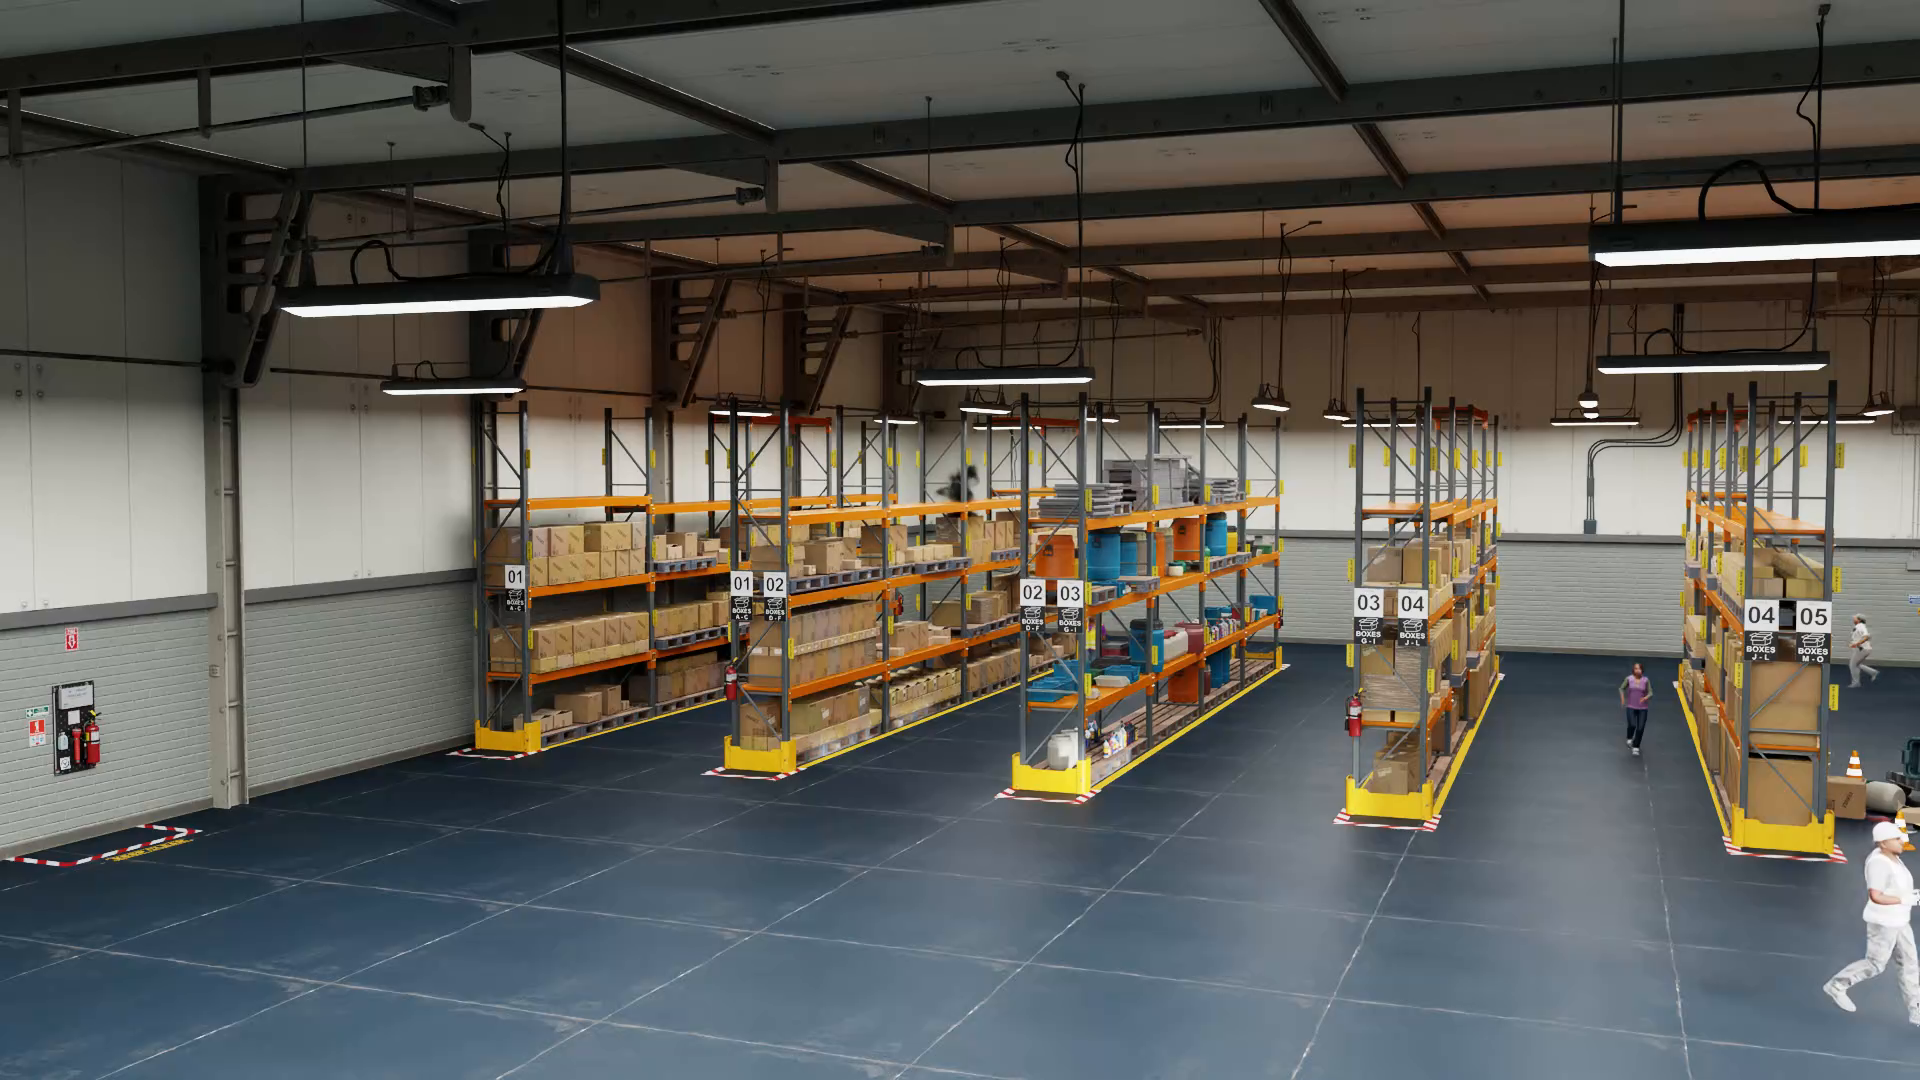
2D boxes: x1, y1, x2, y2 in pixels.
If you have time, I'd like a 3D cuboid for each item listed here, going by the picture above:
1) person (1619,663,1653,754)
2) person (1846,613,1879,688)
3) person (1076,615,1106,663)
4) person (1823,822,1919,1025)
[{"bbox_3d":[11.421,2.855,28.082,0.528,1.562,0.543,1,3,18],"label":"person"},{"bbox_3d":[19.792,2.428,36.421,0.654,1.652,0.608,1,3,23],"label":"person"},{"bbox_3d":[2.809,2.388,35.824,0.675,1.822,0.705,1,3,12],"label":"person"},{"bbox_3d":[8.146,3.369,14.624,0.682,1.787,0.978,-3,4,-44],"label":"person"}]
